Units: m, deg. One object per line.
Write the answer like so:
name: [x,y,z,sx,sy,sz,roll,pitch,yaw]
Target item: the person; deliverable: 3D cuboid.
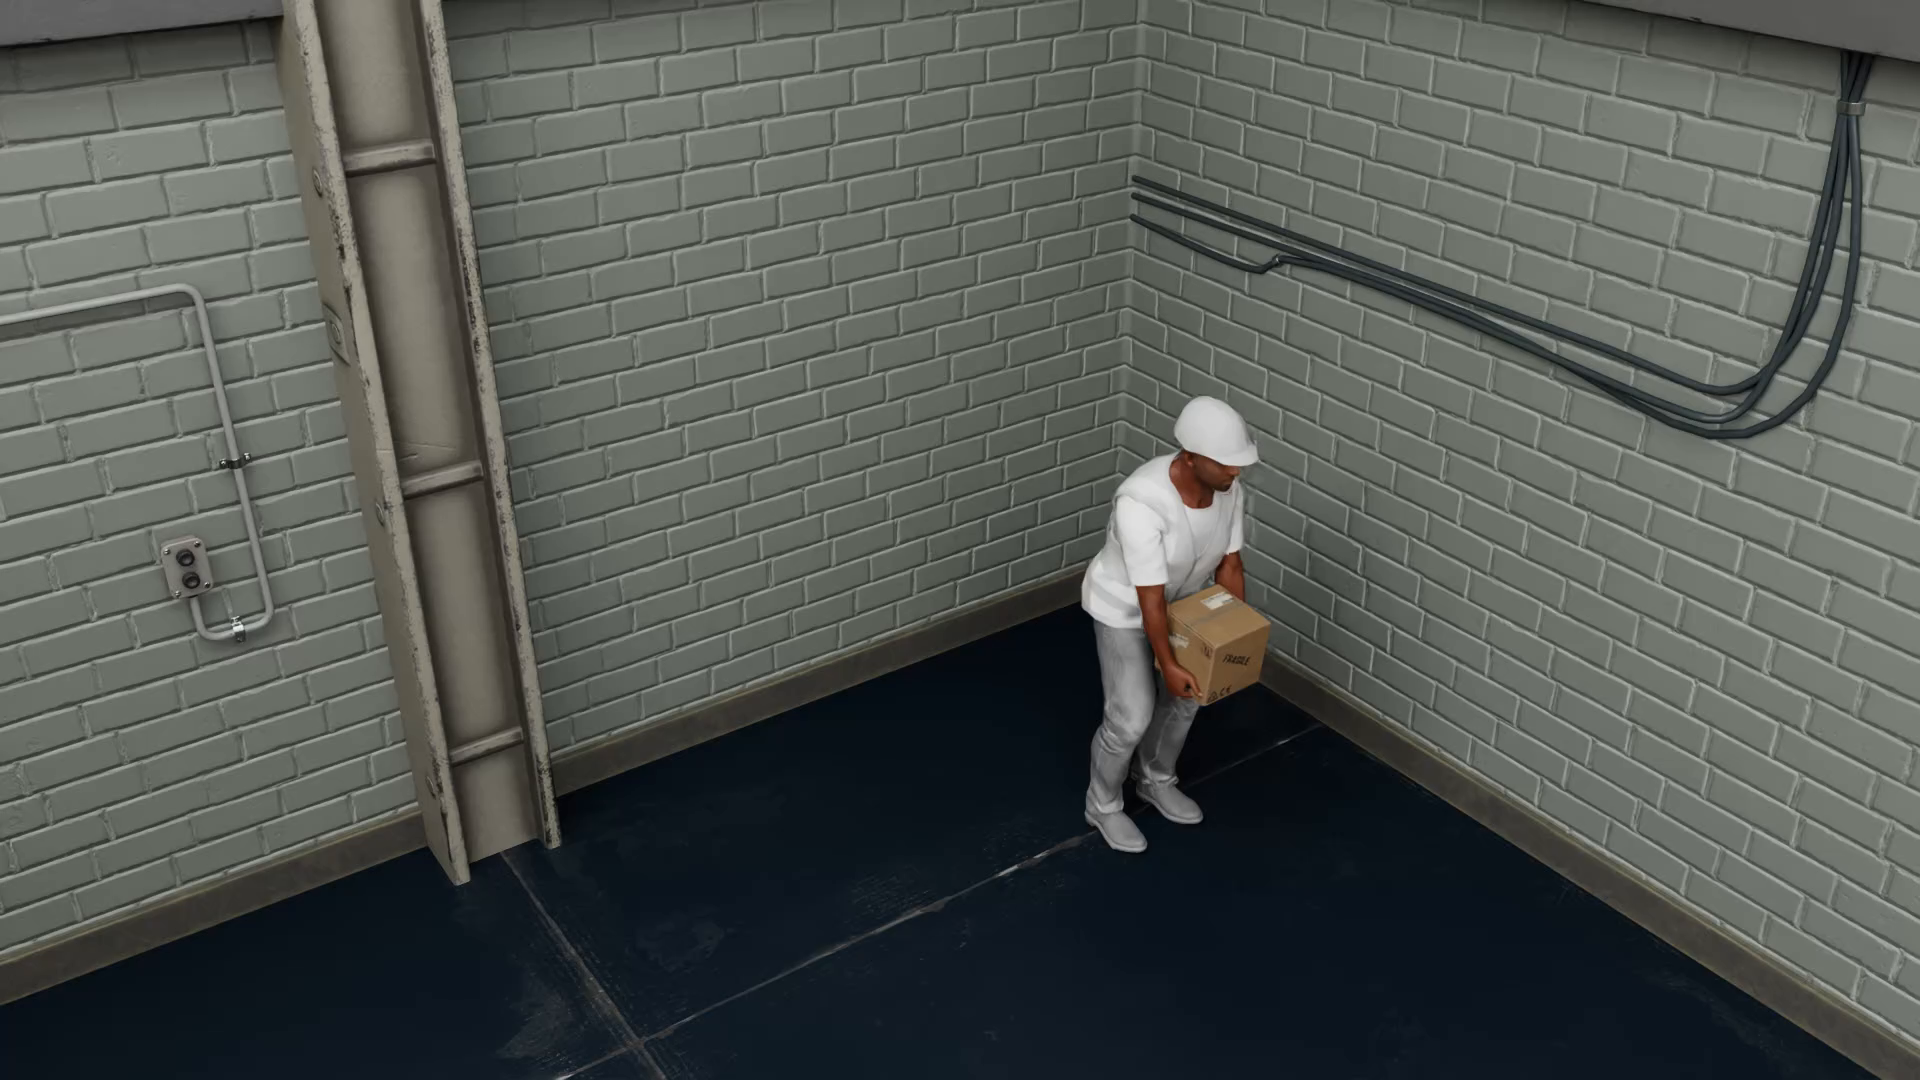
person: [0.720,0.285,5.619,0.498,1.719,0.607,-19,34,-31]
